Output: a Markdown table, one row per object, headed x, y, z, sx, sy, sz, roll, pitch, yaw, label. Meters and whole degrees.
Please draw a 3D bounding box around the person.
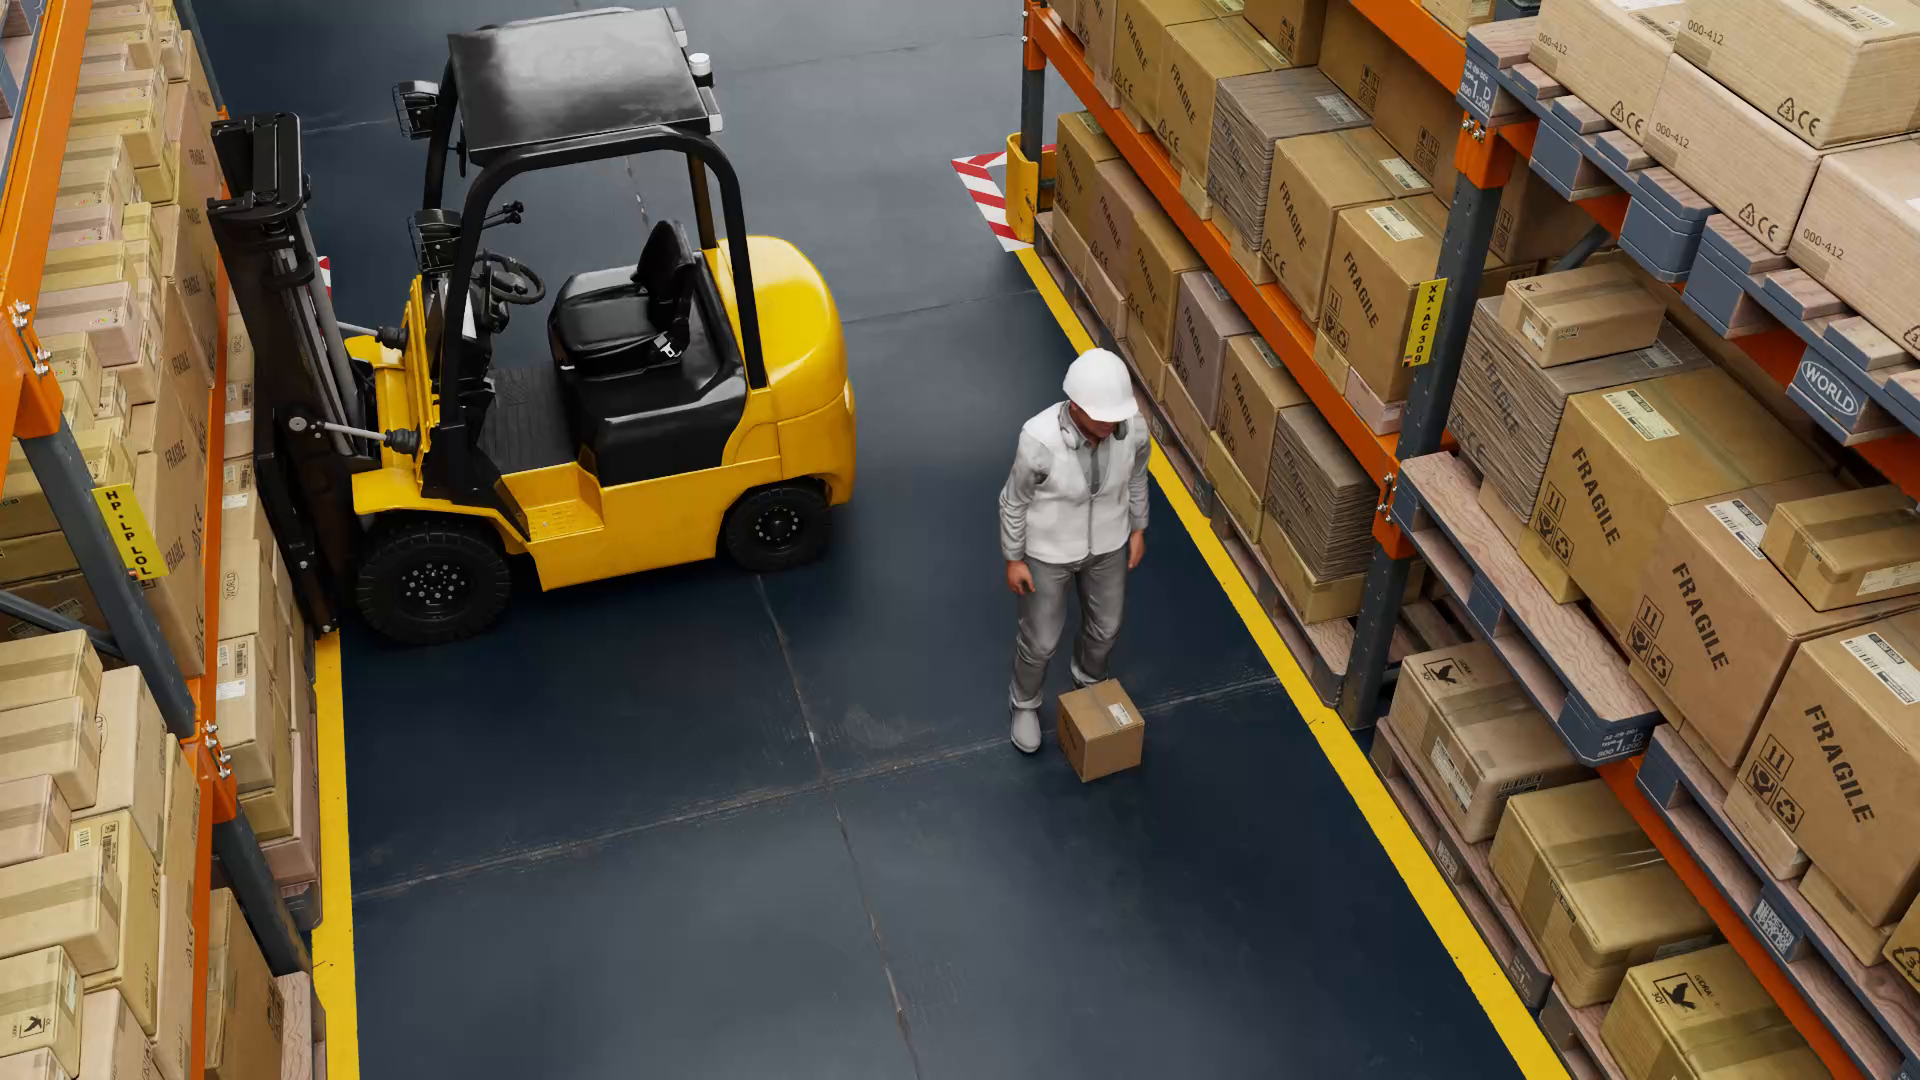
| x | y | z | sx | sy | sz | roll | pitch | yaw | label |
| --- | --- | --- | --- | --- | --- | --- | --- | --- | --- |
| 0.426 | 0.016 | 6.123 | 0.579 | 1.770 | 0.465 | -14 | 44 | -15 | person |
